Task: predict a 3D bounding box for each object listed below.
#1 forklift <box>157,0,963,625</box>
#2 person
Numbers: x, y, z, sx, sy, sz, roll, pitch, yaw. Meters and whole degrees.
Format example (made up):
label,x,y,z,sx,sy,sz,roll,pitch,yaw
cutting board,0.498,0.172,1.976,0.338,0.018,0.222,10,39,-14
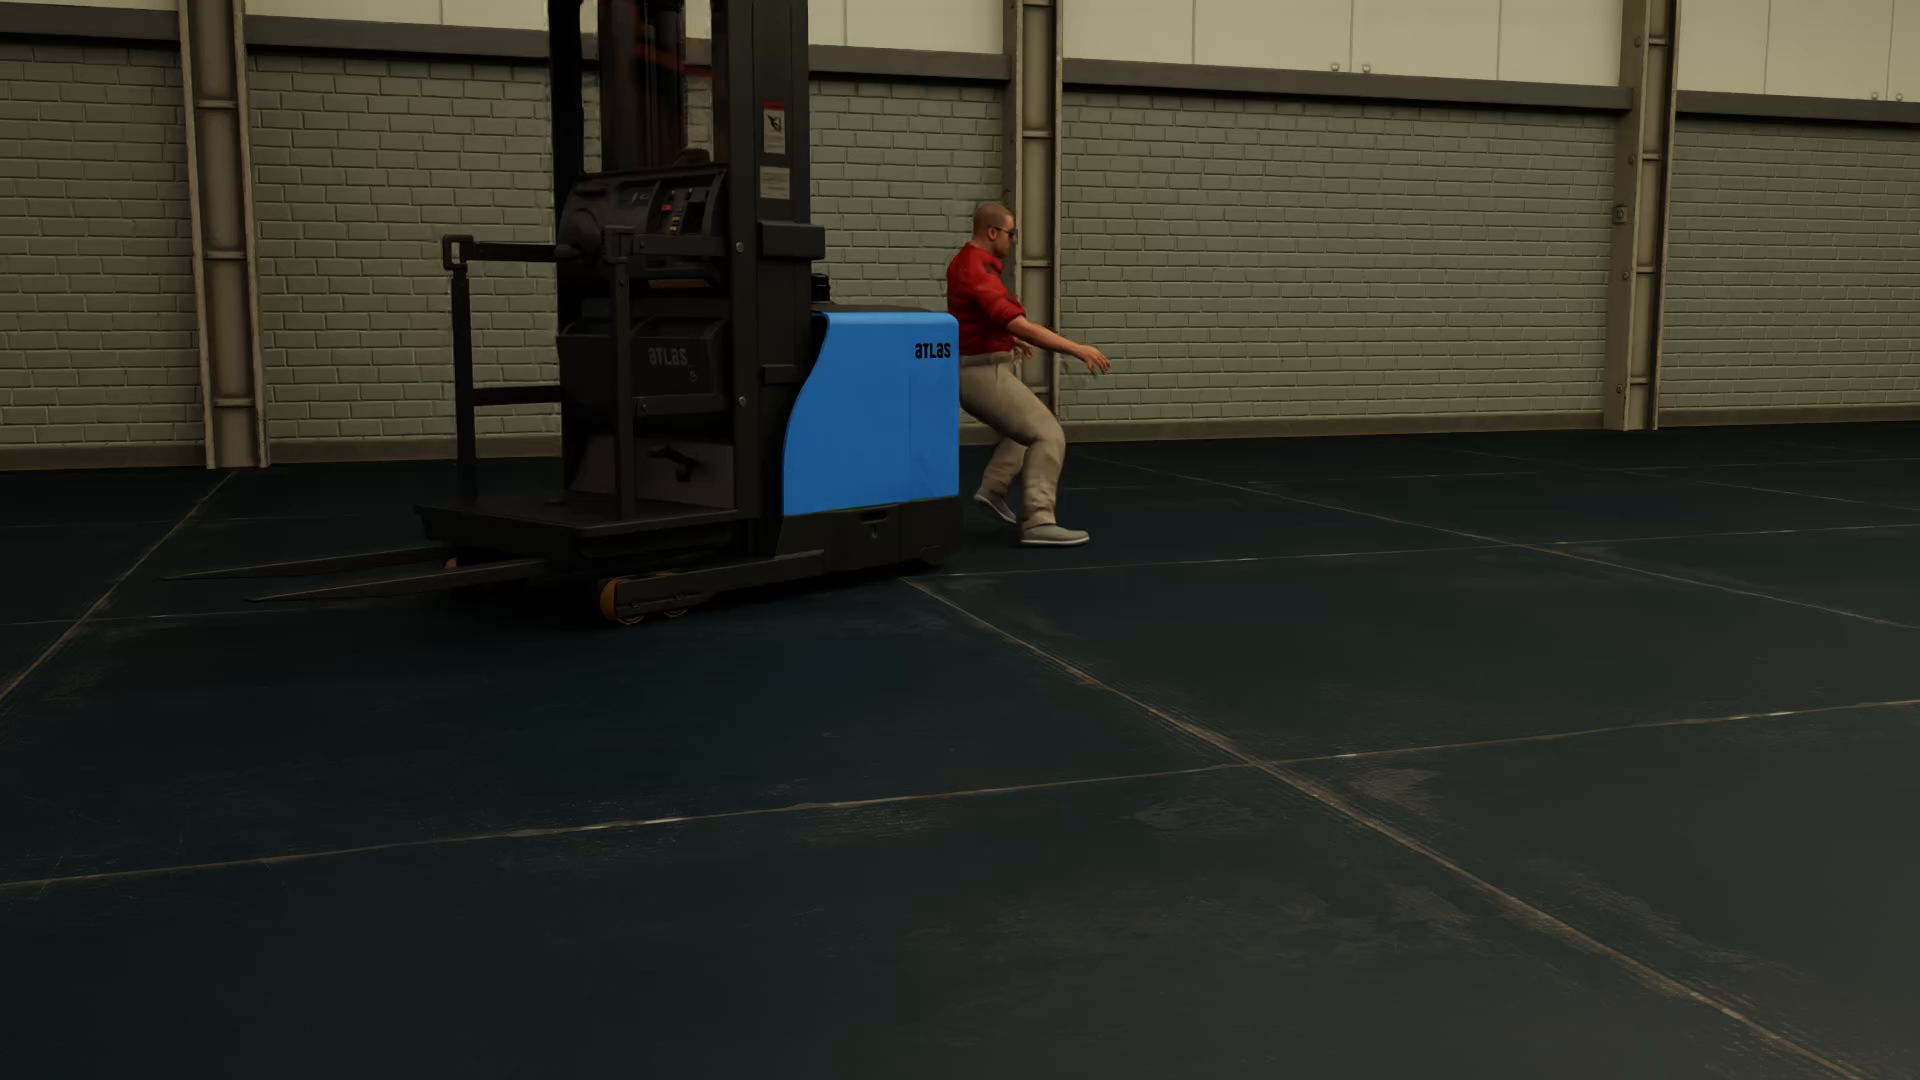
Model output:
label,x,y,z,sx,sy,sz,roll,pitch,yaw
forklift,-1.347,-1.234,6.118,1.130,2.935,3.031,7,10,41
person,0.286,-0.798,7.924,0.667,1.572,0.856,-2,8,-13
